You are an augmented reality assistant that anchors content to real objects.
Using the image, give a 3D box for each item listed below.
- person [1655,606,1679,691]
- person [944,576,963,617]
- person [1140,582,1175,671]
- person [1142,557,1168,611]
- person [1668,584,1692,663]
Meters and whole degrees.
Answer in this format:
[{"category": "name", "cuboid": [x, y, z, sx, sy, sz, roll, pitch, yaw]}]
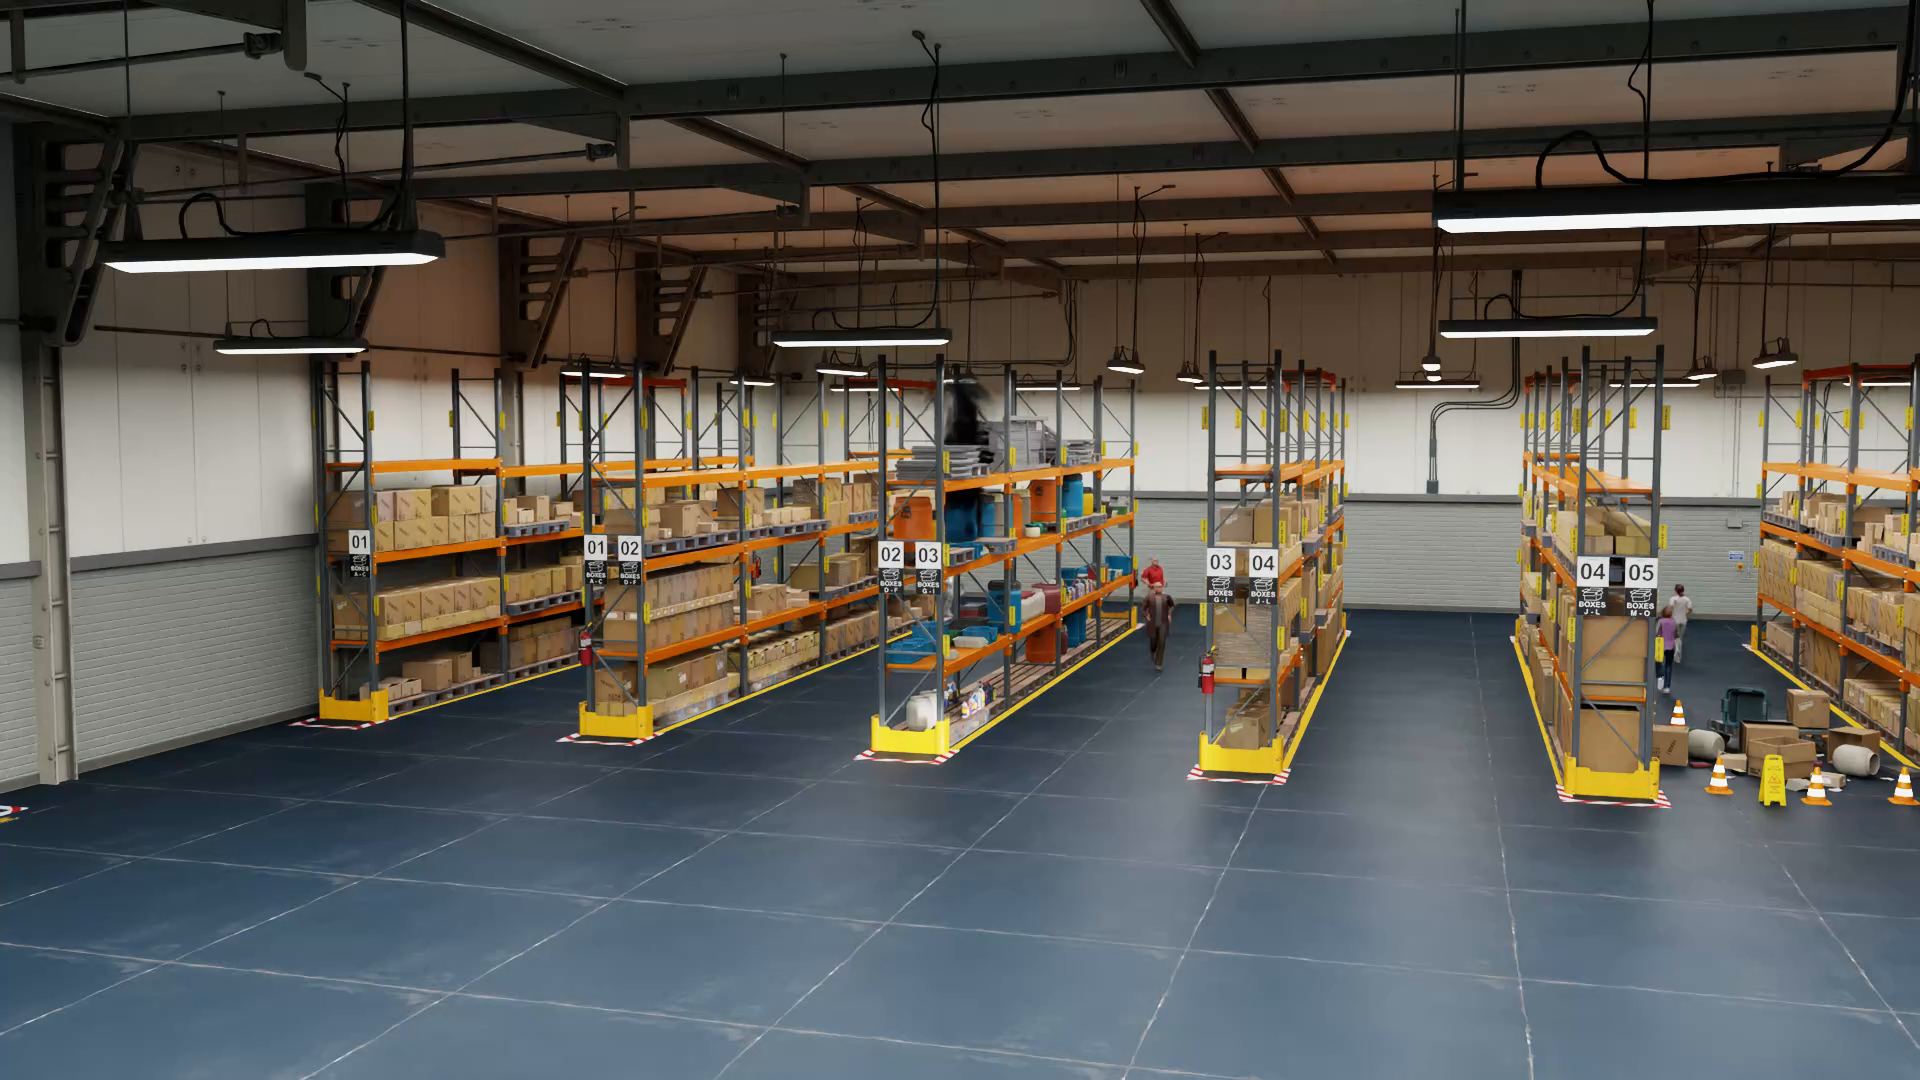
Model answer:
[{"category": "person", "cuboid": [13.038, 2.006, 30.786, 0.507, 1.560, 0.701, 1, 4, 13]}, {"category": "person", "cuboid": [-0.200, 1.090, 42.629, 0.519, 1.744, 0.708, 2, 4, 22]}, {"category": "person", "cuboid": [4.010, 1.728, 33.646, 0.712, 1.764, 0.850, 0, 4, 3]}, {"category": "person", "cuboid": [4.785, 1.257, 40.985, 0.699, 1.680, 0.702, -3, 5, -34]}, {"category": "person", "cuboid": [14.891, 1.721, 34.506, 0.567, 1.631, 0.553, 0, 4, -3]}]
